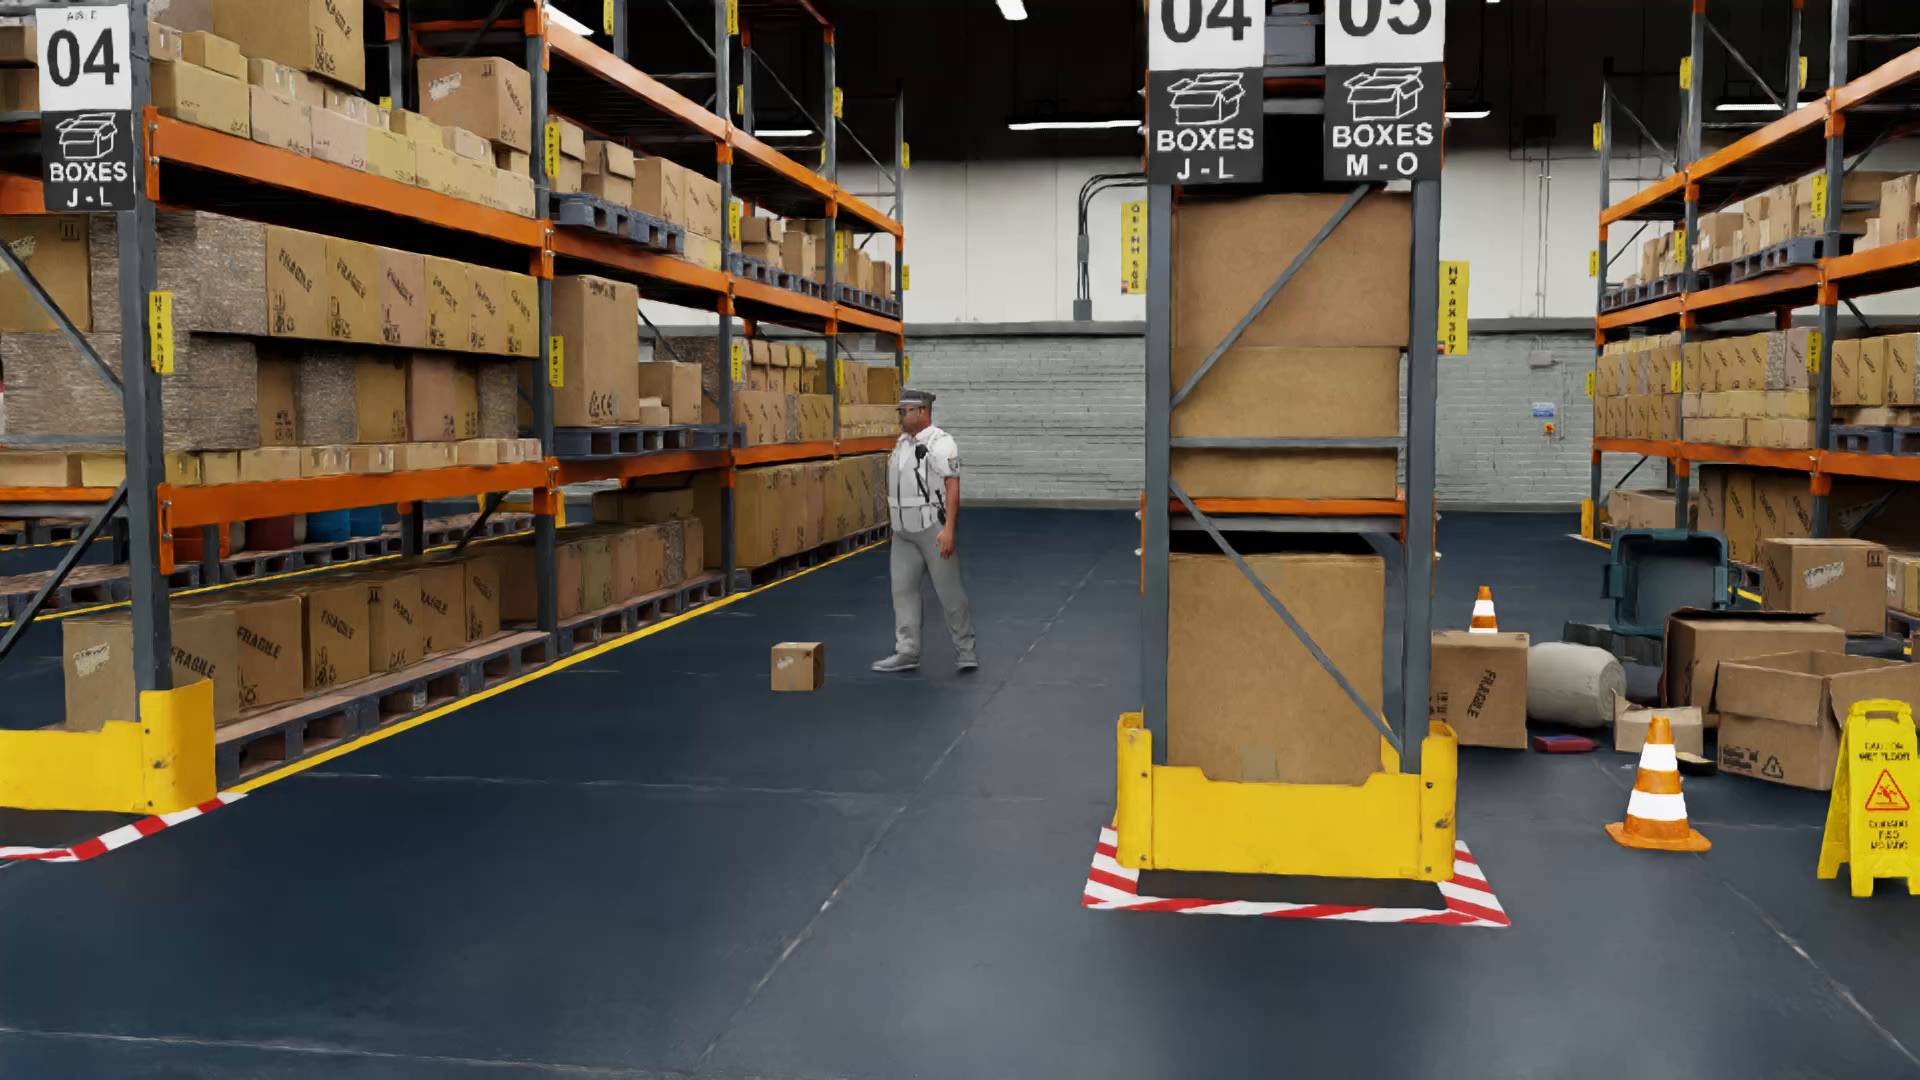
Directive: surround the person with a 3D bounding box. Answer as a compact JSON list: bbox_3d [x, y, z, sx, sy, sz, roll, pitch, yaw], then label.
[{"bbox_3d":[-0.197,-0.063,10.350,0.594,1.754,0.599,4,6,42],"label":"person"}]
